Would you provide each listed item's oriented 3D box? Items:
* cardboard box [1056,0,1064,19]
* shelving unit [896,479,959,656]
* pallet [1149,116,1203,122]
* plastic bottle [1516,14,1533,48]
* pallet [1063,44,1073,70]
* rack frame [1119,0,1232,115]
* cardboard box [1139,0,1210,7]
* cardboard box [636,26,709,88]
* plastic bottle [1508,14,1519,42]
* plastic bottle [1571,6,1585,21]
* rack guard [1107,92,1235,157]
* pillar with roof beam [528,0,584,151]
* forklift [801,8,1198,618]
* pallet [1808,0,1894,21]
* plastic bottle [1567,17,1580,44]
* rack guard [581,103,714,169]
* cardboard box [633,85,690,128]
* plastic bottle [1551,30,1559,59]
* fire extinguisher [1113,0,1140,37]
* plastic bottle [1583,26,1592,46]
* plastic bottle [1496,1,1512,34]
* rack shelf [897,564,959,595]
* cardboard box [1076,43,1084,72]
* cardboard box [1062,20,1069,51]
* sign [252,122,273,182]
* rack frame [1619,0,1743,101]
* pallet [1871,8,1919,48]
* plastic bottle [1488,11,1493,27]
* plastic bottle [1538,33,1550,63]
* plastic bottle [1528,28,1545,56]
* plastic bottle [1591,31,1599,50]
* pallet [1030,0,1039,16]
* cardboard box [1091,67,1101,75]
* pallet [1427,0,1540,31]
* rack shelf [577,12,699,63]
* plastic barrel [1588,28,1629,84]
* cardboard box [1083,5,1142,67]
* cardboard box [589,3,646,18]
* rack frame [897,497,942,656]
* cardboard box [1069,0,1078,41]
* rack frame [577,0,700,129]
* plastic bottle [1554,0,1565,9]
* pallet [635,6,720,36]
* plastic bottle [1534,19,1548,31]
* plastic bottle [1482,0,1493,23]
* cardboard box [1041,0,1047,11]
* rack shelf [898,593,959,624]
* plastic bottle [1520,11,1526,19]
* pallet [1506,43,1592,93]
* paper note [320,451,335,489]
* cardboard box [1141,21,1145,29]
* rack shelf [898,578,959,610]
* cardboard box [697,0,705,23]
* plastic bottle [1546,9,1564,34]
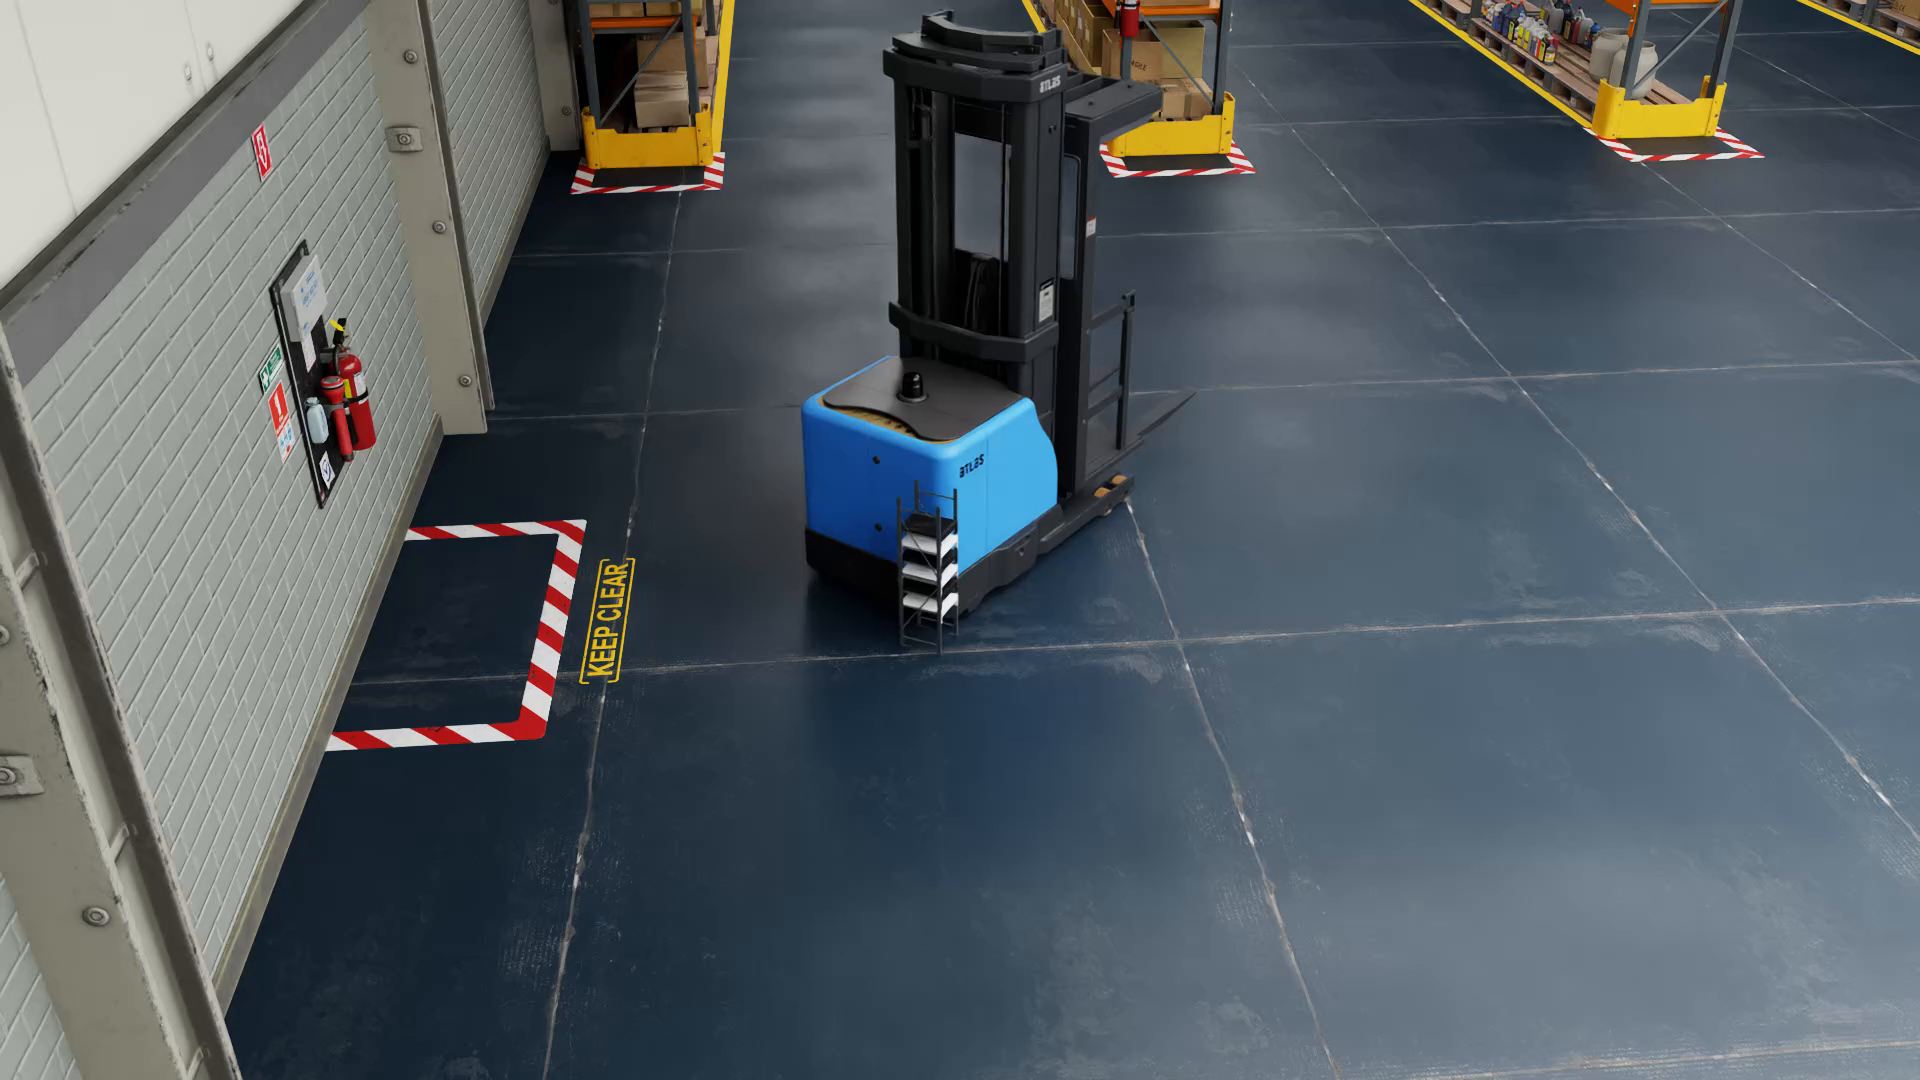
[{"bbox_3d":[1.369,-6.184,18.719,0.500,0.500,0.500,-3,31,-5],"label":"cardboard box"},{"bbox_3d":[-0.165,0.150,8.621,0.258,0.900,0.210,13,33,21],"label":"shelving unit"},{"bbox_3d":[1.898,-4.263,16.682,1.003,0.211,1.213,-3,31,-5],"label":"pallet"},{"bbox_3d":[6.289,-5.656,18.448,0.144,0.351,0.185,-3,31,-5],"label":"plastic bottle"},{"bbox_3d":[1.670,-5.509,18.767,1.003,0.211,1.213,-3,31,-5],"label":"pallet"},{"bbox_3d":[2.011,-5.072,15.317,1.000,3.000,0.127,-3,31,-5],"label":"rack frame"},{"bbox_3d":[1.980,-5.354,15.691,0.700,0.500,0.500,-3,31,-5],"label":"cardboard box"},{"bbox_3d":[-2.968,-4.974,17.161,0.700,0.500,0.500,-5,31,-8],"label":"cardboard box"},{"bbox_3d":[6.223,-5.758,18.684,0.061,0.283,0.133,-1,31,-2],"label":"plastic bottle"},{"bbox_3d":[6.965,-5.824,18.729,0.144,0.351,0.185,-3,31,-5],"label":"plastic bottle"},{"bbox_3d":[2.013,-3.987,15.937,1.175,0.500,0.348,-3,31,-5],"label":"rack guard"},{"bbox_3d":[0.439,-7.931,14.252,9.100,9.000,0.400,-3,31,-5],"label":"pillar with roof beam"},{"bbox_3d":[0.407,-1.539,9.469,1.130,2.935,3.031,21,37,30],"label":"forklift"},{"bbox_3d":[11.427,-6.787,20.907,1.003,0.211,1.213,-3,31,-5],"label":"pallet"},{"bbox_3d":[6.870,-5.706,18.598,0.061,0.283,0.133,-3,31,-5],"label":"plastic bottle"},{"bbox_3d":[-2.928,-3.799,15.622,1.175,0.500,0.348,-3,31,-5],"label":"rack guard"},{"bbox_3d":[-2.895,-4.225,16.091,0.500,0.311,0.500,-6,31,-10],"label":"cardboard box"},{"bbox_3d":[6.445,-5.382,18.056,0.061,0.283,0.133,-3,31,-5],"label":"plastic bottle"},{"bbox_3d":[1.560,-4.956,15.198,0.296,0.674,0.183,-3,31,-5],"label":"fire extinguisher"},{"bbox_3d":[7.014,-5.617,18.529,0.097,0.201,0.097,0,31,0],"label":"plastic bottle"},{"bbox_3d":[6.232,-5.969,18.973,0.144,0.351,0.185,-2,31,-3],"label":"plastic bottle"},{"bbox_3d":[-0.165,0.178,8.638,0.258,0.077,0.200,13,33,21],"label":"rack shelf"},{"bbox_3d":[1.515,-5.097,17.630,0.500,0.250,0.500,-3,31,-5],"label":"cardboard box"},{"bbox_3d":[1.421,-5.607,18.484,0.500,0.250,0.500,-3,31,-5],"label":"cardboard box"},{"bbox_3d":[-3.192,-1.808,7.592,0.001,0.298,0.199,-3,31,-5],"label":"sign"},{"bbox_3d":[6.943,-5.308,15.711,1.000,3.000,0.127,-3,31,-5],"label":"rack frame"},{"bbox_3d":[11.599,-6.049,19.671,1.003,0.211,1.213,-3,31,-5],"label":"pallet"},{"bbox_3d":[6.182,-6.050,19.253,0.097,0.201,0.097,0,31,0],"label":"plastic bottle"},{"bbox_3d":[6.306,-5.306,17.927,0.061,0.283,0.133,-2,31,-3],"label":"plastic bottle"},{"bbox_3d":[6.326,-5.445,18.167,0.152,0.276,0.135,-4,31,-6],"label":"plastic bottle"},{"bbox_3d":[7.034,-5.512,18.353,0.097,0.201,0.097,0,31,0],"label":"plastic bottle"},{"bbox_3d":[1.413,-6.916,21.122,1.003,0.211,1.213,-3,31,-5],"label":"pallet"},{"bbox_3d":[1.608,-4.586,16.775,0.500,0.250,0.500,-3,31,-5],"label":"cardboard box"},{"bbox_3d":[6.458,-6.552,20.513,1.003,0.211,1.213,-3,31,-5],"label":"pallet"},{"bbox_3d":[-3.107,-5.545,16.810,1.077,0.370,4.000,-3,31,-5],"label":"rack shelf"},{"bbox_3d":[6.759,-5.008,17.226,0.421,0.512,0.421,0,31,0],"label":"plastic barrel"},{"bbox_3d":[1.557,-5.163,17.010,0.500,0.500,0.500,-3,31,-5],"label":"cardboard box"},{"bbox_3d":[-3.157,-5.006,15.333,0.500,0.250,0.500,-2,31,-4],"label":"cardboard box"},{"bbox_3d":[-0.208,0.197,8.542,0.240,0.900,0.006,13,33,21],"label":"rack frame"},{"bbox_3d":[1.463,-5.674,17.864,0.500,0.500,0.500,-3,31,-5],"label":"cardboard box"},{"bbox_3d":[-2.920,-4.833,14.916,1.000,3.000,0.127,-3,31,-5],"label":"rack frame"},{"bbox_3d":[6.917,-6.086,19.169,0.144,0.351,0.185,-4,31,-6],"label":"plastic bottle"},{"bbox_3d":[-3.368,-6.075,19.715,1.003,0.211,1.213,-3,31,-5],"label":"pallet"},{"bbox_3d":[6.434,-5.644,18.501,0.152,0.276,0.135,-3,31,-5],"label":"plastic bottle"},{"bbox_3d":[6.163,-6.184,19.409,0.097,0.271,0.097,0,31,0],"label":"plastic bottle"},{"bbox_3d":[1.265,-6.570,20.097,0.500,0.250,0.500,-3,31,-5],"label":"cardboard box"},{"bbox_3d":[-0.165,0.333,8.731,0.258,0.077,0.200,13,33,21],"label":"rack shelf"},{"bbox_3d":[6.366,-5.867,18.879,0.097,0.271,0.097,0,31,0],"label":"plastic bottle"},{"bbox_3d":[6.708,-5.183,18.222,1.003,0.211,1.213,-3,31,-5],"label":"pallet"},{"bbox_3d":[-3.146,-0.350,8.270,0.016,0.148,0.142,-3,31,-5],"label":"paper note"},{"bbox_3d":[2.074,-5.188,17.051,0.500,0.500,0.500,-3,31,-5],"label":"cardboard box"},{"bbox_3d":[-0.165,0.255,8.685,0.258,0.077,0.200,13,33,21],"label":"rack shelf"},{"bbox_3d":[-3.379,-6.366,19.491,0.700,0.500,0.500,-2,31,-3],"label":"cardboard box"},{"bbox_3d":[6.789,-5.936,18.991,0.152,0.276,0.135,-3,31,-5],"label":"plastic bottle"}]
